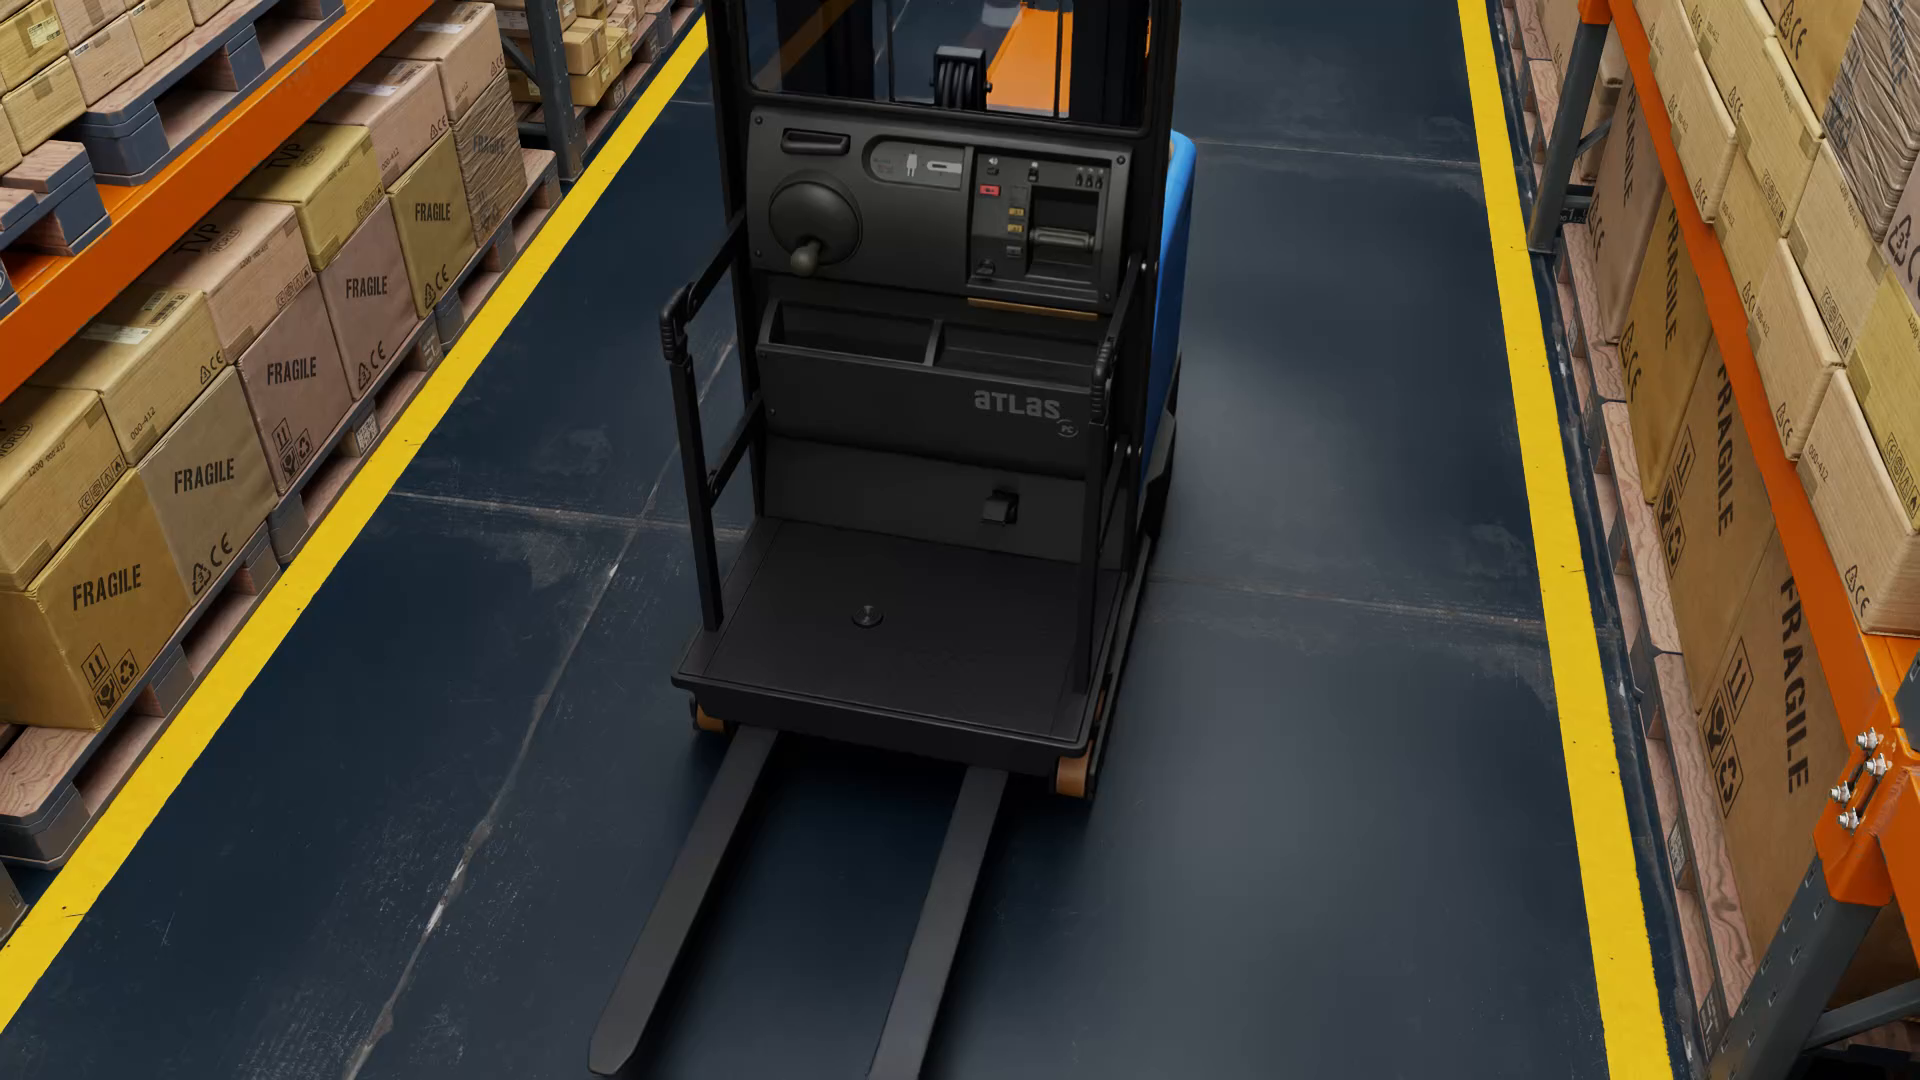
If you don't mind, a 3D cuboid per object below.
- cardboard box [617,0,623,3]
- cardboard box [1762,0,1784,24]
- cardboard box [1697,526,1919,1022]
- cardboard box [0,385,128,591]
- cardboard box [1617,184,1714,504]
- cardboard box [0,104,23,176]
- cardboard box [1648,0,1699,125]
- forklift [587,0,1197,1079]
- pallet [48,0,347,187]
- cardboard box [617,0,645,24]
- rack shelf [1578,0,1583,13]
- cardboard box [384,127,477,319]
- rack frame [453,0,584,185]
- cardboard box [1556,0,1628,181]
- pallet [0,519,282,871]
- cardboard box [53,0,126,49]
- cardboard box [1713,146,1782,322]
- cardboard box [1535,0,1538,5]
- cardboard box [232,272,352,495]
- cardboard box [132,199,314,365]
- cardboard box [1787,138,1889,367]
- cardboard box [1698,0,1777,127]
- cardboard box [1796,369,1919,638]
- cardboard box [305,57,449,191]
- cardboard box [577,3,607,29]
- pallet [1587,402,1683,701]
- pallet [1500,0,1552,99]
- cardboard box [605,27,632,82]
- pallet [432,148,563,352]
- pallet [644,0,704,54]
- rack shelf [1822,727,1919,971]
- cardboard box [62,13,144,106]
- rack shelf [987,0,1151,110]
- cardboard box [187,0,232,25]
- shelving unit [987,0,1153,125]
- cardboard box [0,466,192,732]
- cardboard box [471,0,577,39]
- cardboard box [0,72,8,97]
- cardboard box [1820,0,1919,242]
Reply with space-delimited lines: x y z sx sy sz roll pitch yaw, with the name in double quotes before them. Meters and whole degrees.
"cardboard box" -1.735 -2.629 7.750 0.380 0.149 0.250 4 40 5
"cardboard box" 2.176 -1.499 3.846 0.500 0.500 0.500 6 40 7
"cardboard box" 2.278 0.462 3.676 0.875 0.875 0.875 6 40 7
"cardboard box" -2.459 -0.147 4.118 0.500 0.250 0.500 5 40 6
"cardboard box" 2.592 -0.659 5.031 0.875 0.875 0.875 7 40 9
"cardboard box" -2.447 -0.915 3.870 0.380 0.149 0.250 8 40 10
"cardboard box" 2.240 -1.332 4.625 0.500 0.250 0.500 6 40 7
"forklift" -0.110 -0.717 3.817 1.130 2.935 3.031 9 40 11
"pallet" -2.514 -1.426 4.772 1.003 0.211 1.213 6 40 8
"cardboard box" -1.712 -2.514 7.844 0.380 0.149 0.250 6 40 7
"rack shelf" 3.115 -3.259 7.403 1.077 0.370 4.000 6 40 8
"cardboard box" -2.093 -1.148 5.917 0.500 0.500 0.500 6 40 7
"rack frame" -2.124 -2.764 6.239 1.000 3.000 0.127 6 40 8
"cardboard box" 2.983 -1.838 6.800 0.875 0.438 0.875 6 40 7
"pallet" -2.680 0.331 4.684 1.003 0.211 1.213 6 40 8
"cardboard box" -2.360 -1.367 4.184 0.380 0.149 0.250 6 40 8
"cardboard box" 2.084 -0.696 3.855 0.500 0.250 0.500 6 40 7
"cardboard box" 3.295 -2.966 8.164 0.875 0.438 0.875 7 40 9
"cardboard box" -2.275 -0.506 5.141 0.500 0.500 0.500 5 40 7
"cardboard box" -2.273 -0.775 4.876 0.500 0.250 0.500 7 40 8
"cardboard box" 1.995 -0.560 3.299 0.500 0.250 0.500 5 40 7
"cardboard box" 2.153 -1.210 4.084 0.500 0.250 0.500 5 40 6
"cardboard box" 1.908 -0.059 3.085 0.500 0.250 0.500 5 40 6
"cardboard box" -2.106 -1.435 5.675 0.500 0.250 0.500 8 40 10
"cardboard box" -1.791 -2.303 7.355 0.380 0.149 0.250 7 40 8
"pallet" 2.501 0.054 5.019 1.003 0.211 1.213 6 40 8
"pallet" 3.186 -2.443 8.040 1.003 0.211 1.213 6 40 8
"cardboard box" -1.699 -2.187 7.449 0.380 0.149 0.250 8 40 9
"pallet" -2.257 -1.200 6.536 1.003 0.211 1.213 6 40 8
"pallet" -1.834 -2.882 8.571 1.003 0.211 1.213 6 40 8
"rack shelf" 1.730 1.761 1.330 1.077 0.370 4.000 6 40 8
"cardboard box" -2.358 -1.252 4.278 0.380 0.149 0.250 8 40 9
"rack shelf" 0.356 -1.521 5.747 0.538 0.278 1.000 9 40 11
"cardboard box" -2.266 -1.573 4.666 0.380 0.149 0.250 5 40 6
"shelving unit" 0.356 -1.295 5.934 0.538 1.125 1.048 9 40 11
"cardboard box" -2.443 0.132 4.368 0.500 0.500 0.500 5 40 6
"cardboard box" -1.860 -2.250 7.058 0.380 0.149 0.250 8 40 9
"cardboard box" -2.447 -1.053 3.803 0.380 0.149 0.250 5 40 6
"cardboard box" 1.989 -0.871 3.087 0.500 0.500 0.500 7 40 8
